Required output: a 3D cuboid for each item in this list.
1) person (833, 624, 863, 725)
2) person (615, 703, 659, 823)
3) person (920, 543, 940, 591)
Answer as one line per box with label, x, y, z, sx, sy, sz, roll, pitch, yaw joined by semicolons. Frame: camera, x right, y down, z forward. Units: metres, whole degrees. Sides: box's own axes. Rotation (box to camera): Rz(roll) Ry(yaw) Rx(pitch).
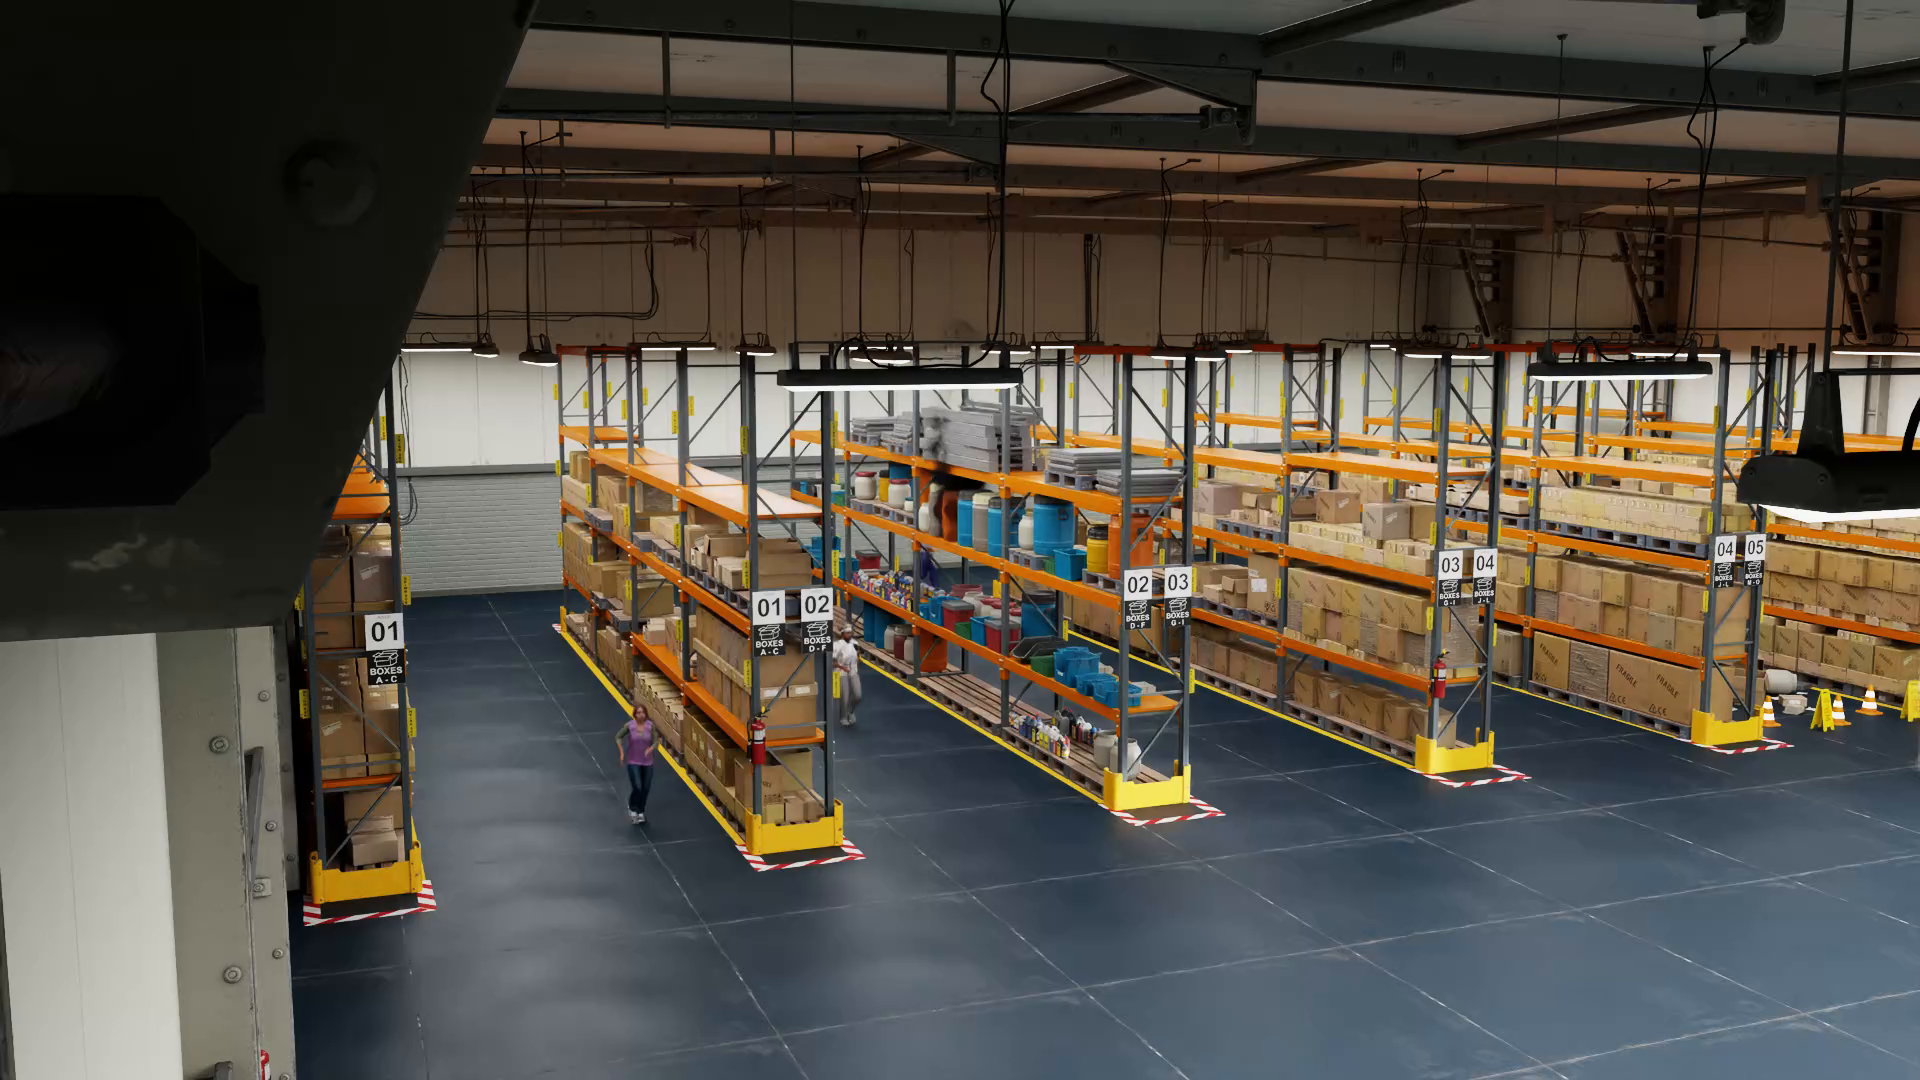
person;-1.780;2.145;26.457;0.576;1.662;0.573;-4;8;-28
person;-4.077;2.872;21.169;0.509;1.539;0.625;-3;8;-23
person;-0.850;0.509;39.534;0.949;1.681;0.627;-2;8;-18
